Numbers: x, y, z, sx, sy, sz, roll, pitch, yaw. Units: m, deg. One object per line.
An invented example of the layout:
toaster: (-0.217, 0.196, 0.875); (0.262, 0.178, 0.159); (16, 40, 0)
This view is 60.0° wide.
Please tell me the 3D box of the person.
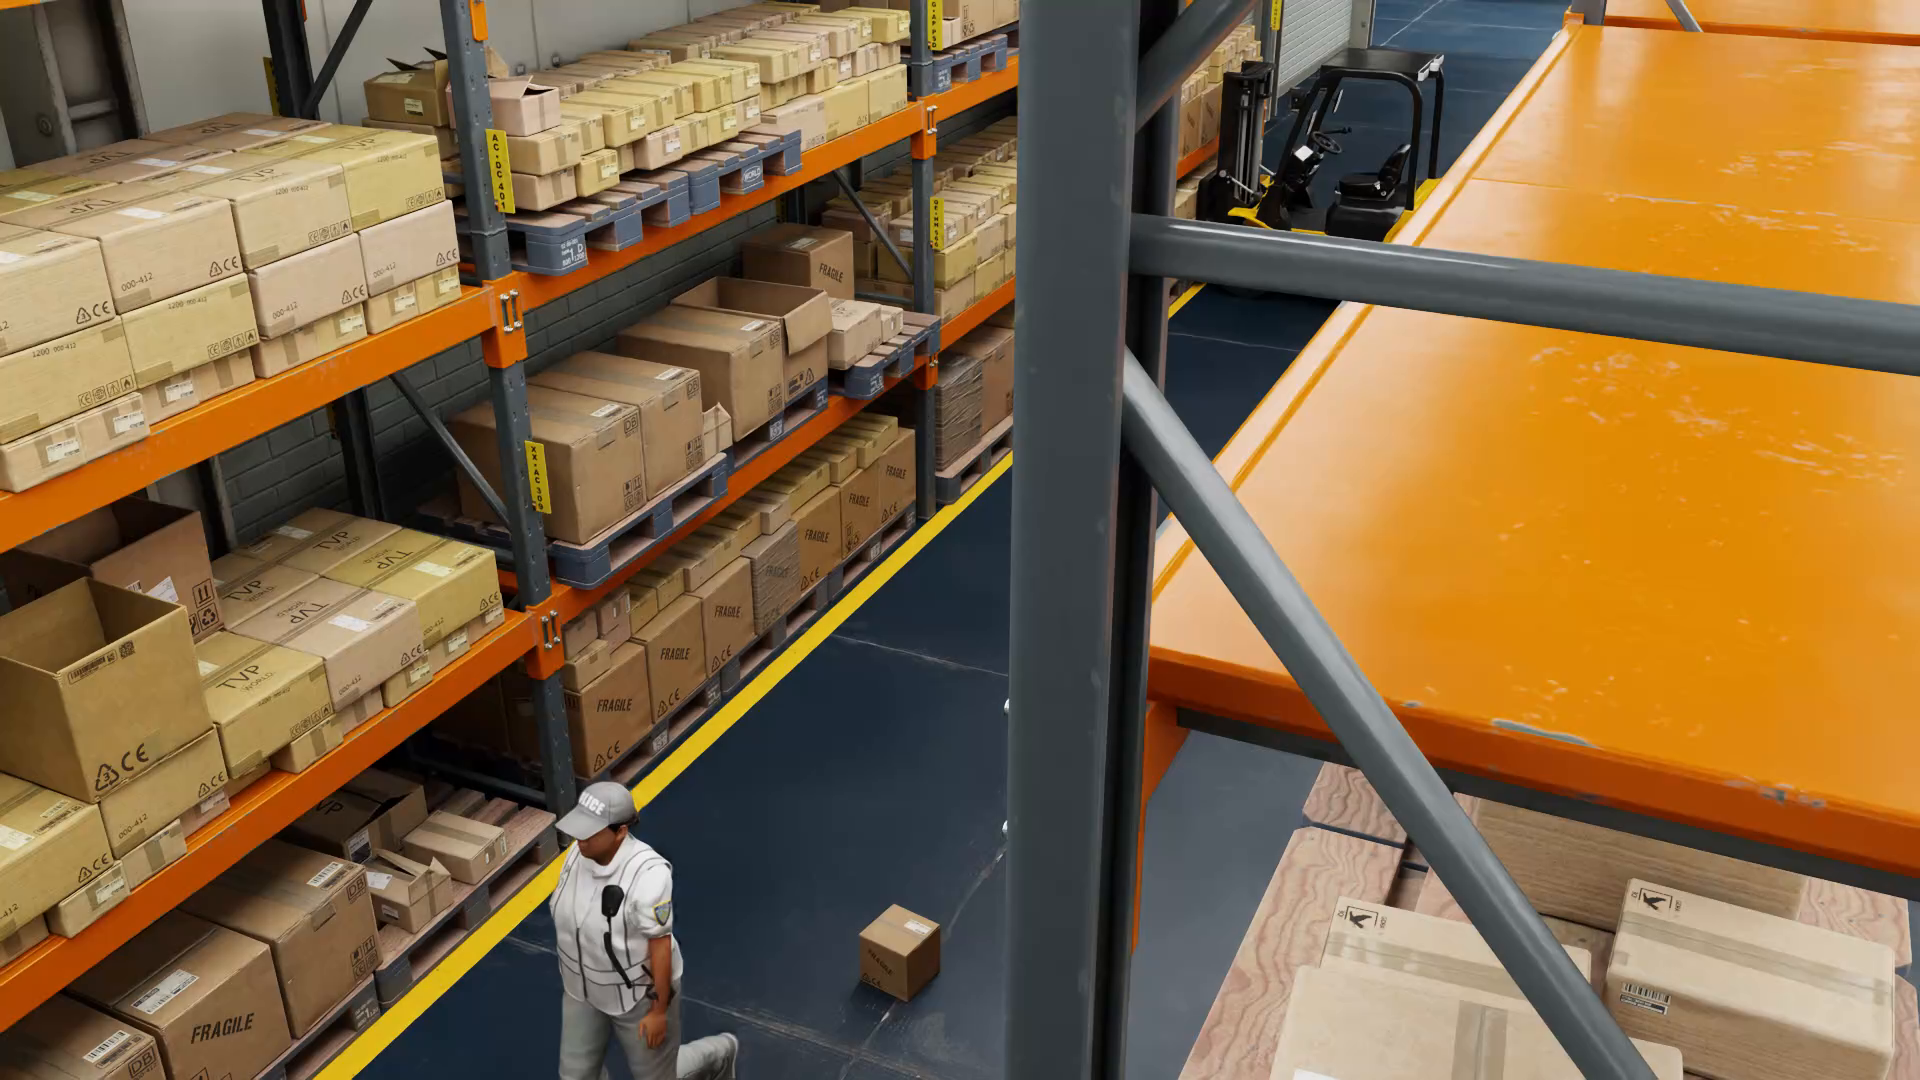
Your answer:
person: (-1.182, 1.555, 5.929); (0.470, 1.635, 0.761); (14, 30, 27)
